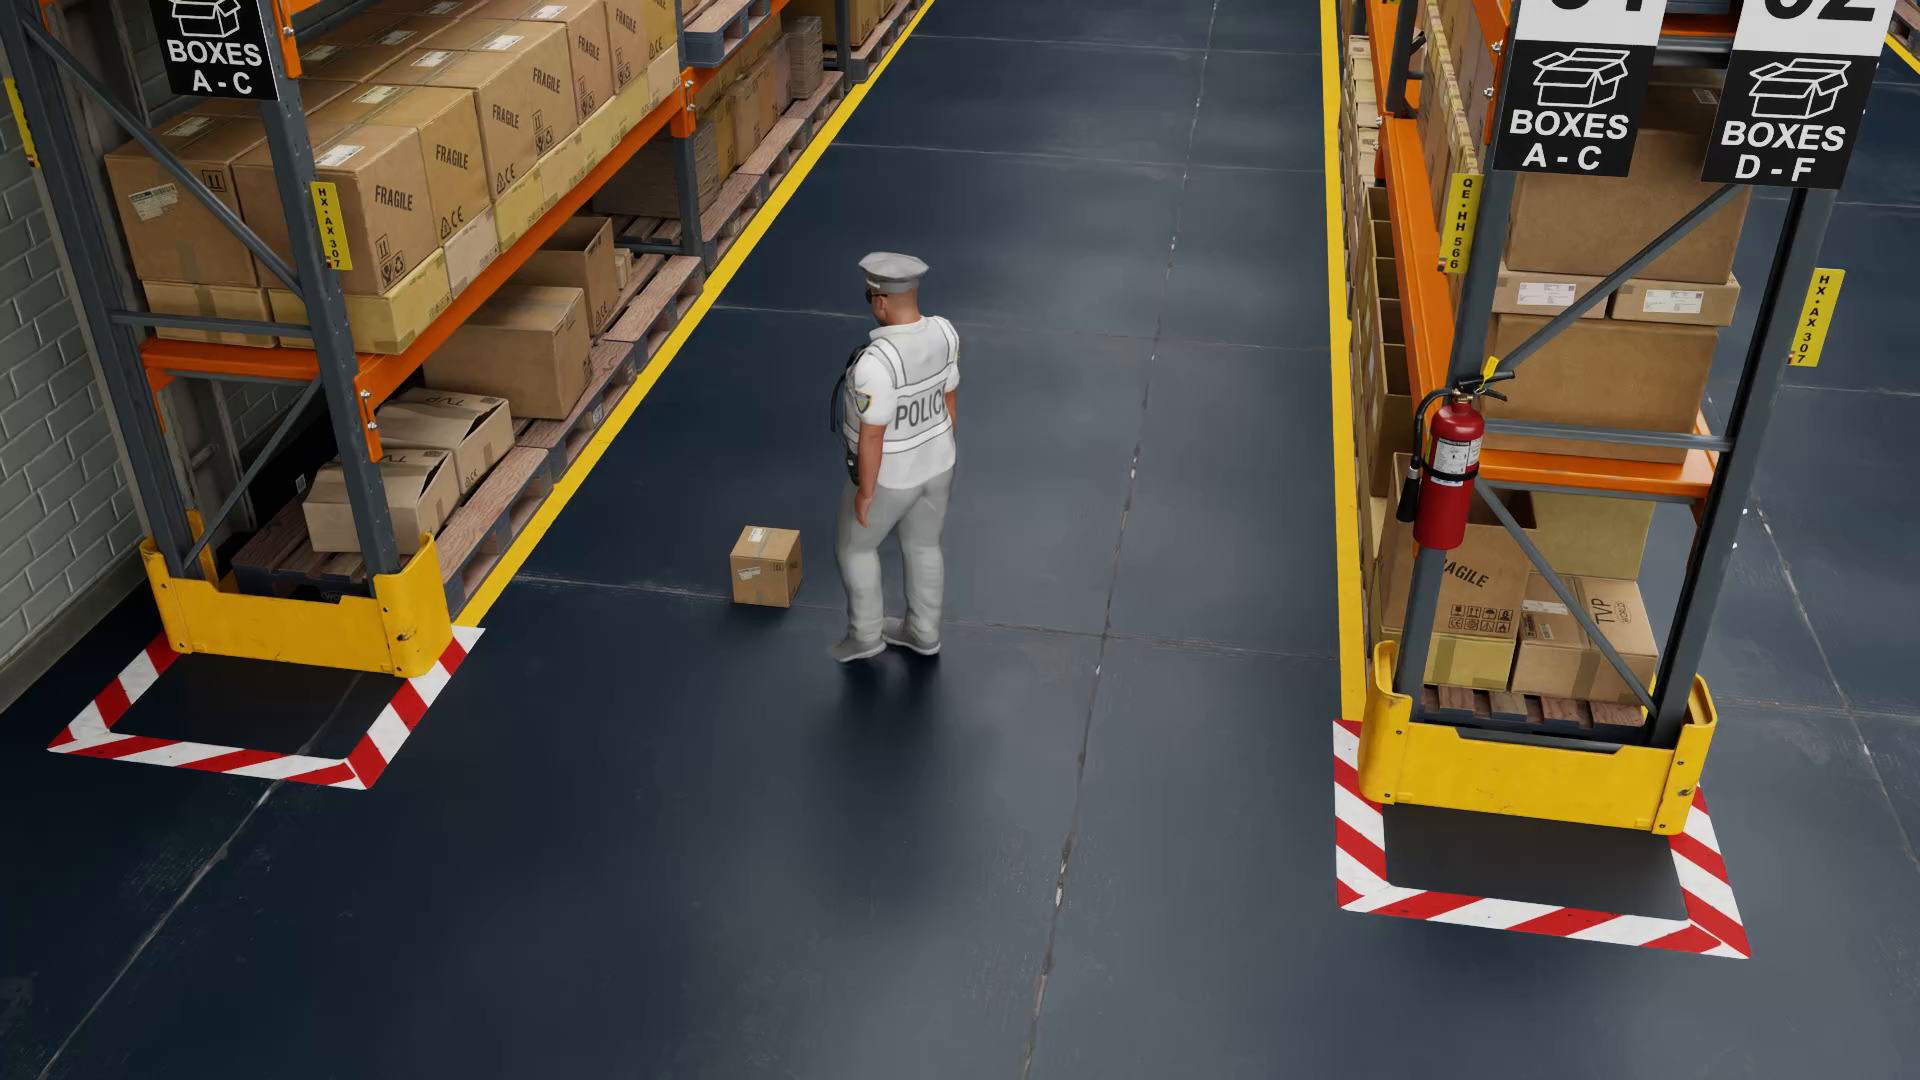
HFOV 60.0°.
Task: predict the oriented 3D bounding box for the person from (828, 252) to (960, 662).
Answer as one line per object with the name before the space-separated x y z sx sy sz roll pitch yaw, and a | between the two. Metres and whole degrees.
person | -0.258 -0.269 6.618 0.465 1.824 0.556 28 41 36
